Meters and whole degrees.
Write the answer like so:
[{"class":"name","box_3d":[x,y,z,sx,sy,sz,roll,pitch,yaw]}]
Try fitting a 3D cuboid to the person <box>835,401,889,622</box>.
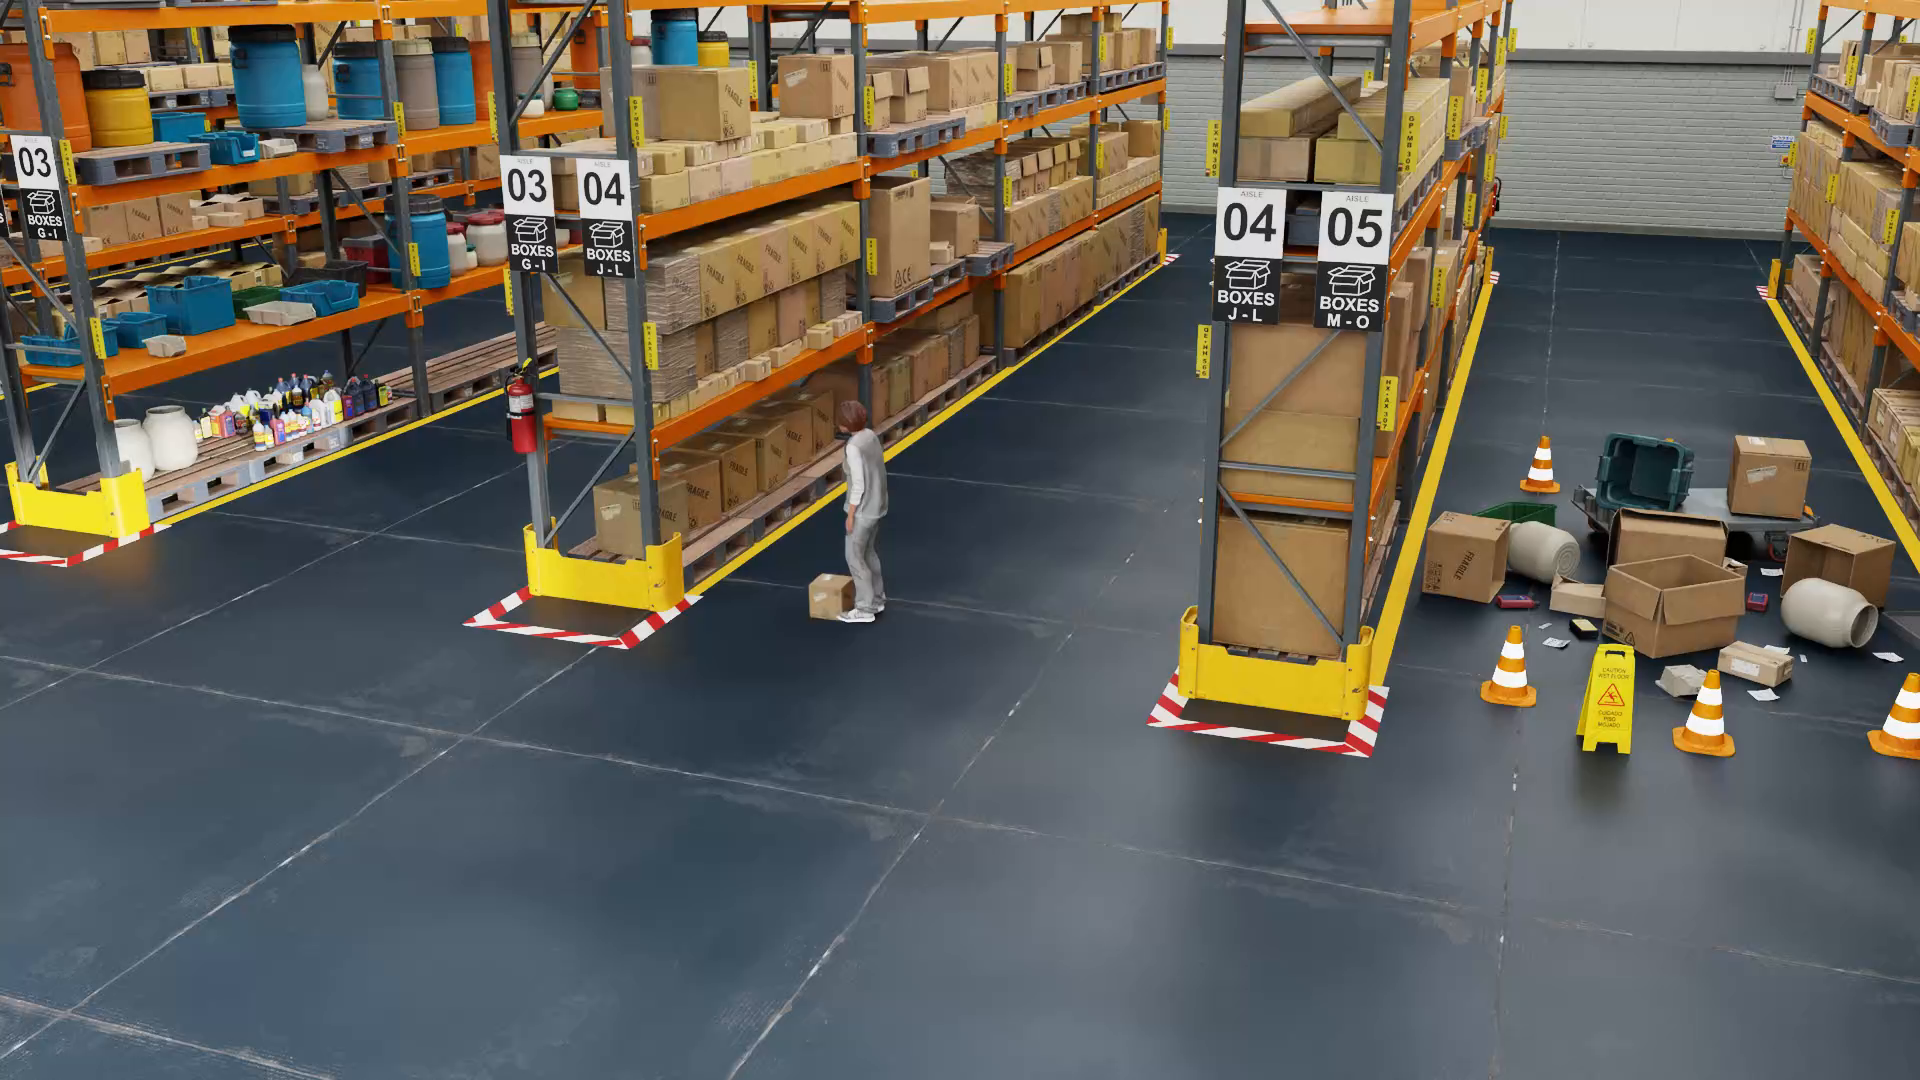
[{"class":"person","box_3d":[-0.684,-0.202,11.672,0.346,1.590,0.467,6,20,16]}]
